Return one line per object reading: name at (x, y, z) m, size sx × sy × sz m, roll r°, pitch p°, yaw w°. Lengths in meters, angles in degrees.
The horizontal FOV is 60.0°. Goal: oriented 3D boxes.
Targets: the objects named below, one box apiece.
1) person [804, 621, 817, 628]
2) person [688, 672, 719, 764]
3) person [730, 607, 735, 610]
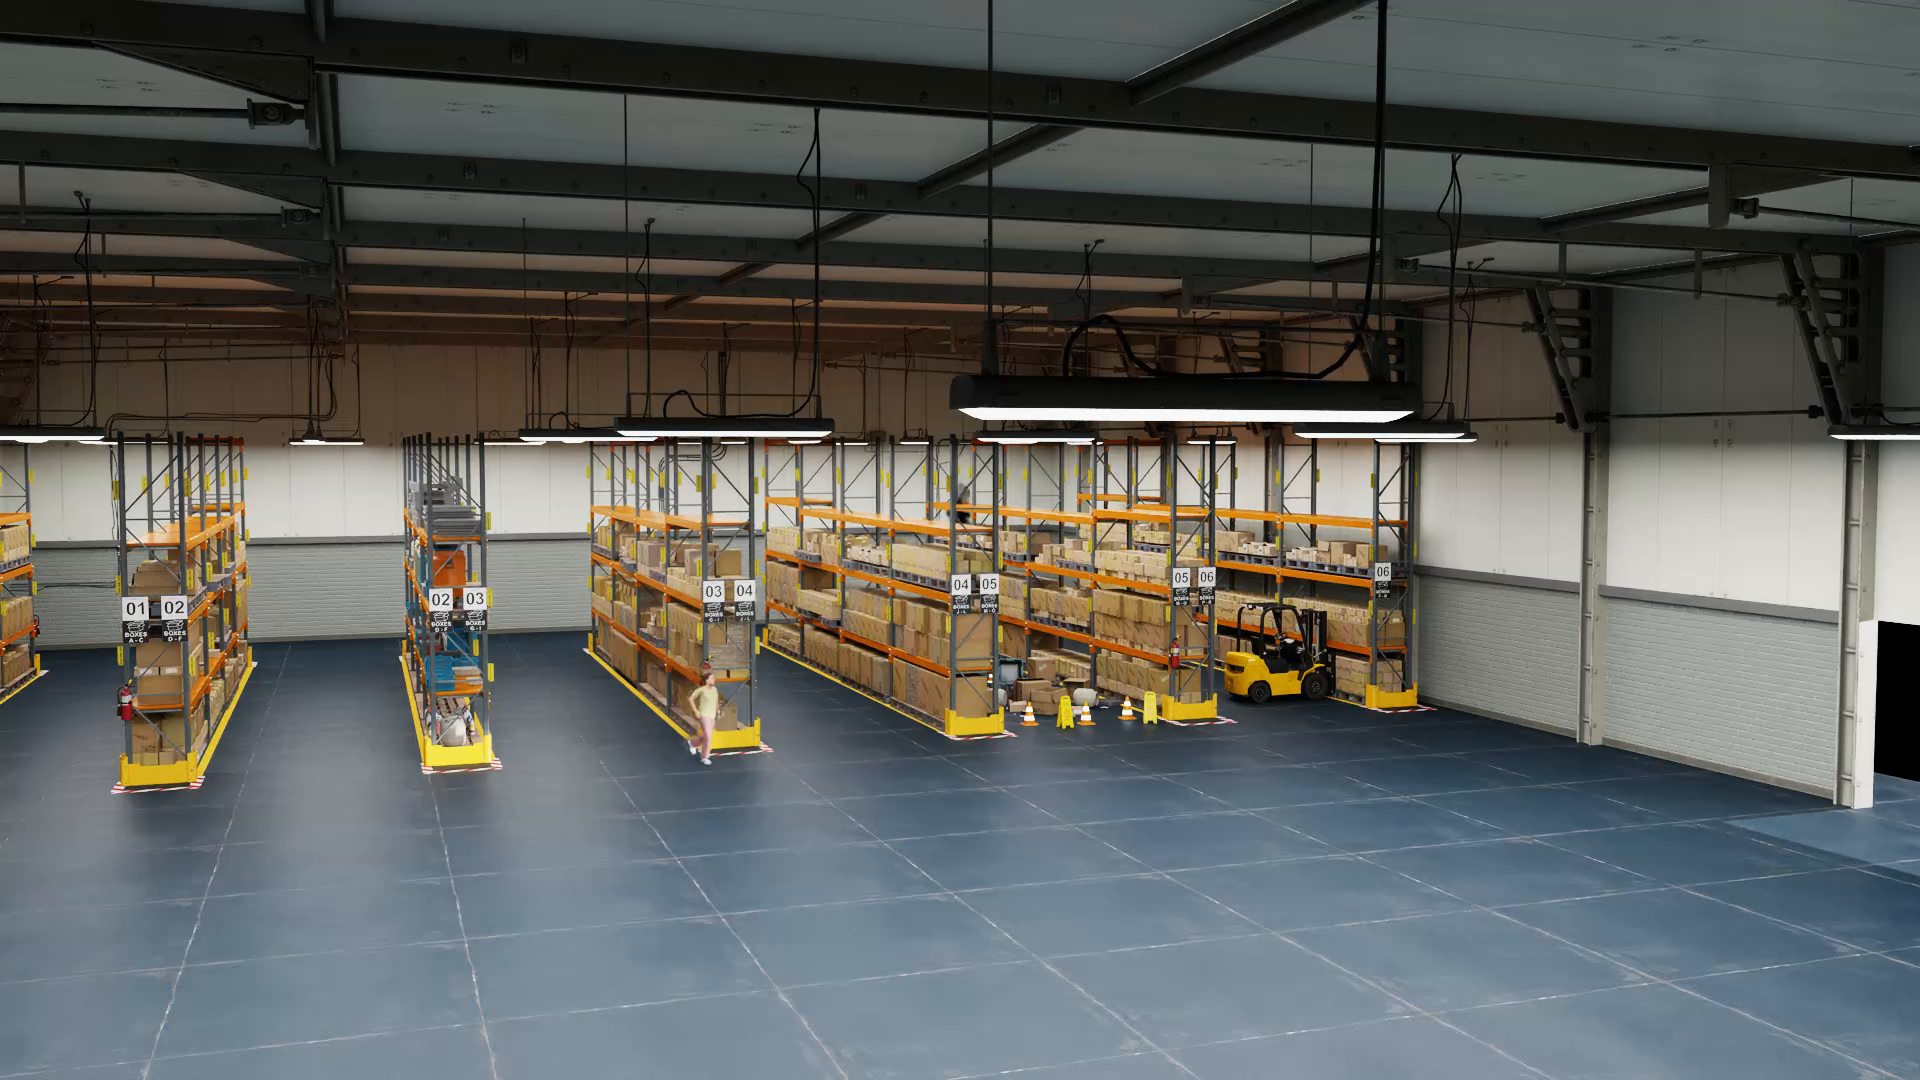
person at (-4.521, 2.195, 49.905) m, size 0.544 × 1.559 × 0.544 m, roll -1°, pitch 3°, yaw -22°
person at (-4.668, 3.237, 30.444) m, size 0.736 × 1.642 × 0.619 m, roll 3°, pitch 4°, yaw 40°
person at (-6.064, 2.307, 45.831) m, size 0.629 × 1.836 × 0.764 m, roll -1°, pitch 3°, yaw -19°
